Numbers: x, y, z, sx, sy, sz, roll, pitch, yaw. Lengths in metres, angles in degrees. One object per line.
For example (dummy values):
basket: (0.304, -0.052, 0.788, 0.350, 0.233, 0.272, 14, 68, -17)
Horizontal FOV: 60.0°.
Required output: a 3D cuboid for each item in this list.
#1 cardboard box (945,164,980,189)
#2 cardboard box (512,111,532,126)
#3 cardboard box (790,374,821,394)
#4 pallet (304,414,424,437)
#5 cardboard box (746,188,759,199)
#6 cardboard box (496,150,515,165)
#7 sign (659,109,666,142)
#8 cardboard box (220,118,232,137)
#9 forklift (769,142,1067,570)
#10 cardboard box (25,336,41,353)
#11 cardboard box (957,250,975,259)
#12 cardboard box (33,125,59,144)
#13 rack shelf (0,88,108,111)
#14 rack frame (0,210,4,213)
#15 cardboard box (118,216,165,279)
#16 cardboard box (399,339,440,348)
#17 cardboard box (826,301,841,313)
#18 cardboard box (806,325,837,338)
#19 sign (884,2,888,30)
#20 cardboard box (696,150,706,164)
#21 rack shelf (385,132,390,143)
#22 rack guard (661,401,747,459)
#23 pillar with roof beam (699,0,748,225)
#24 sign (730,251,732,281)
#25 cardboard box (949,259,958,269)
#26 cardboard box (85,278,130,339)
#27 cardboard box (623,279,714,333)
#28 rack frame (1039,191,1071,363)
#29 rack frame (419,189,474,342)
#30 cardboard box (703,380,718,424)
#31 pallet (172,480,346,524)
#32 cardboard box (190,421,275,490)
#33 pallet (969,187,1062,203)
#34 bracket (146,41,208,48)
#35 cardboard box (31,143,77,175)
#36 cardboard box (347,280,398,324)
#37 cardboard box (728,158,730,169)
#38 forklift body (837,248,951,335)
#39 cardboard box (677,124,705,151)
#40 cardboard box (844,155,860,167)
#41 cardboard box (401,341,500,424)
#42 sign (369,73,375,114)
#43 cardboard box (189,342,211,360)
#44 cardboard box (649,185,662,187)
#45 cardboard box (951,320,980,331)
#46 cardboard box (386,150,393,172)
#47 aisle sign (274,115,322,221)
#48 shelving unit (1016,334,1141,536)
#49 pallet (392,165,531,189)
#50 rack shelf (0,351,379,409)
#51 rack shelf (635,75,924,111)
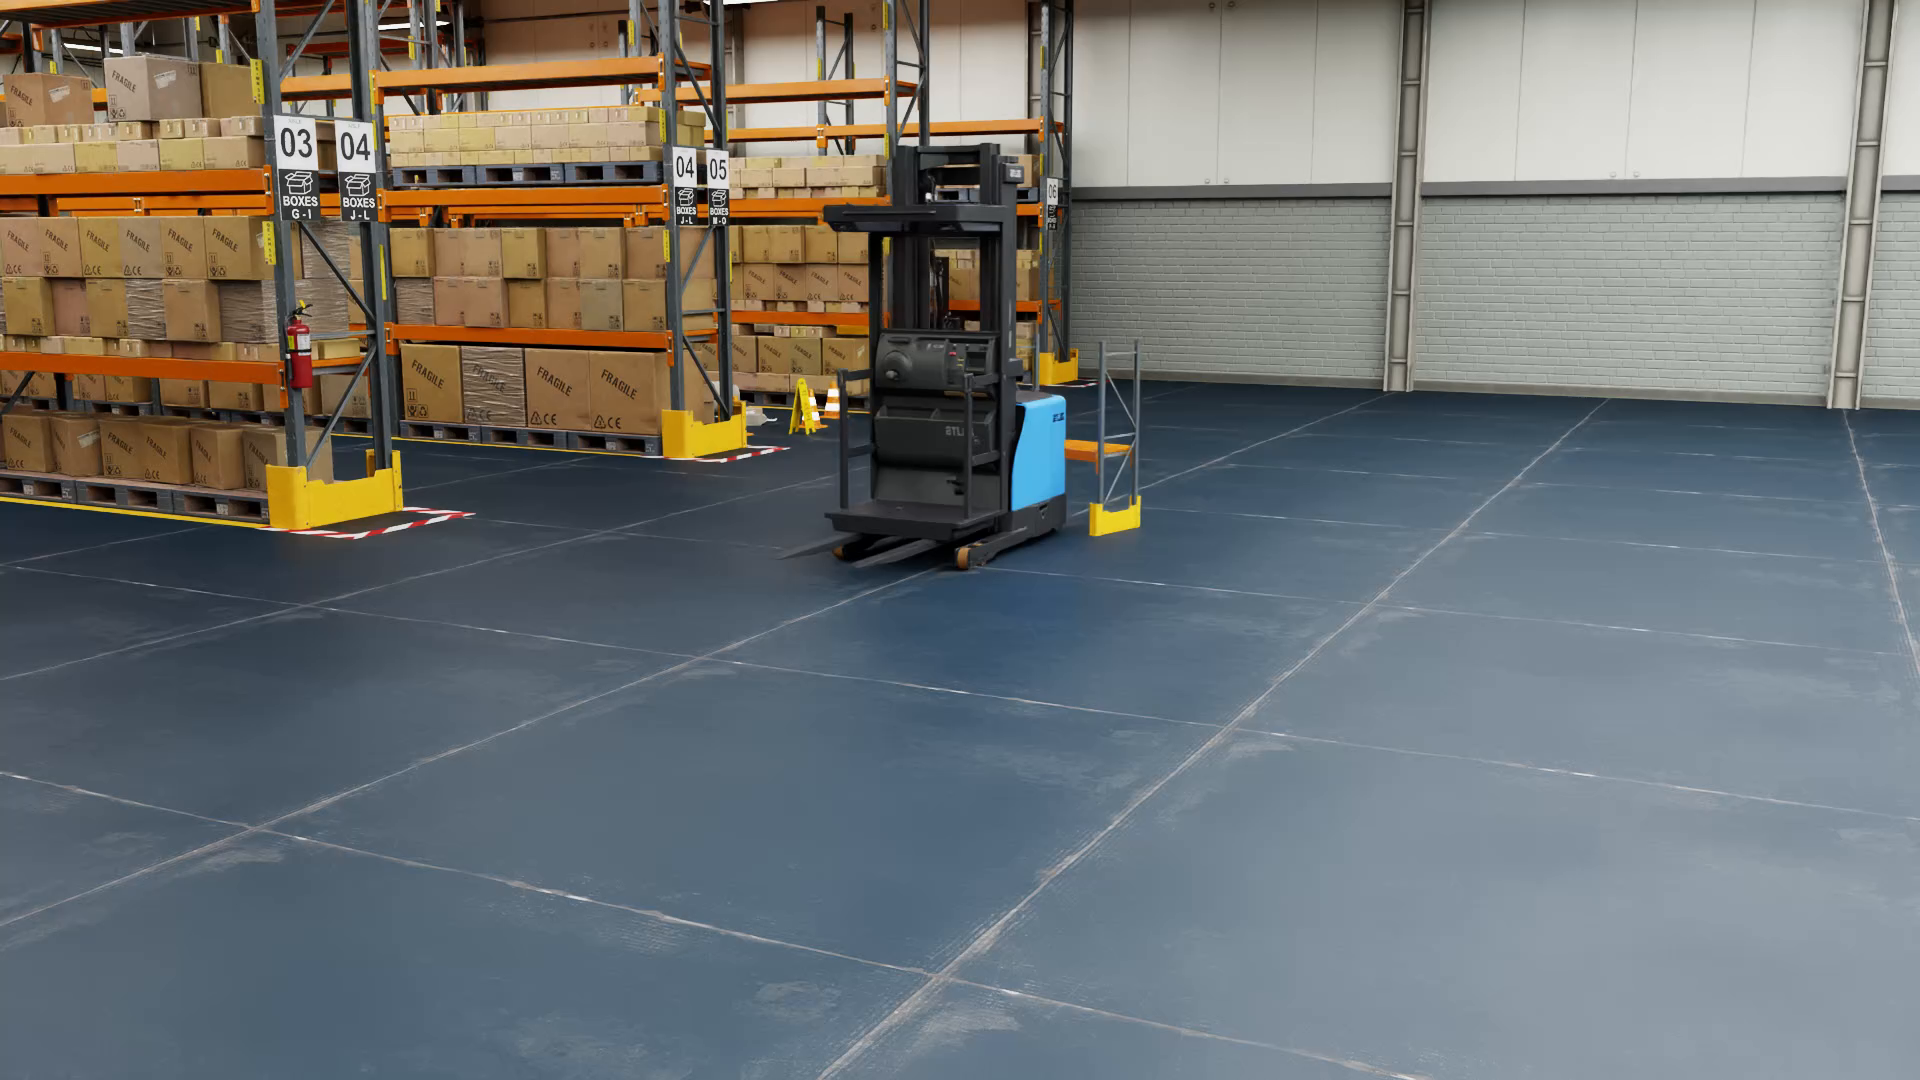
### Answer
cardboard box: (0.137, -5.901, 26.748, 0.500, 0.500, 0.700, 5, 11, 26)
cardboard box: (-4.596, -4.529, 17.914, 0.250, 0.149, 0.380, 5, 11, 26)
cardboard box: (-1.982, -2.151, 22.732, 0.500, 0.250, 0.500, 5, 11, 26)
pallet: (-7.089, -1.427, 20.024, 1.213, 0.211, 1.003, 5, 11, 26)
cardboard box: (-2.708, -4.716, 22.648, 0.250, 0.149, 0.380, 5, 11, 26)
cardboard box: (-4.823, -4.156, 18.095, 0.250, 0.149, 0.380, 5, 11, 27)
sign: (-3.029, -4.223, 16.953, 0.005, 0.325, 0.100, 5, 11, 26)
cardboard box: (-5.630, -3.261, 13.205, 0.250, 0.149, 0.380, 5, 11, 24)
forklift: (-0.272, -1.318, 11.781, 1.130, 2.935, 3.031, 5, 11, 26)
cardboard box: (-7.906, -1.723, 14.532, 0.250, 0.149, 0.380, 5, 11, 26)
cardboard box: (0.147, -4.602, 26.795, 0.250, 0.149, 0.380, 5, 12, 27)
cardboard box: (-7.551, -3.408, 14.016, 0.250, 0.149, 0.380, 5, 11, 25)
rack shelf: (-11.744, -5.625, 21.684, 4.000, 0.370, 1.077, 5, 11, 26)
rack frame: (-13.538, -3.381, 22.990, 0.127, 3.000, 1.000, 5, 11, 26)
cardboard box: (-6.562, -2.421, 13.761, 0.500, 0.500, 0.500, 5, 11, 26)
cardboard box: (-8.433, -3.093, 26.186, 0.875, 0.875, 0.875, 5, 11, 25)
cardboard box: (-1.603, -3.132, 22.316, 0.250, 0.149, 0.380, 5, 11, 25)
cardboard box: (-1.869, -2.816, 22.479, 0.250, 0.149, 0.380, 5, 12, 27)
sign: (-0.940, -6.637, 21.065, 0.005, 0.325, 0.100, 5, 11, 26)
cardboard box: (-2.942, -4.122, 17.906, 0.250, 0.149, 0.380, 5, 11, 26)
rack shelf: (-11.039, -7.727, 32.184, 4.000, 0.370, 1.077, 5, 11, 26)
rack guard: (-2.755, -1.204, 17.977, 0.348, 0.500, 1.175, 5, 11, 26)
pillar with roof beam: (-5.995, -6.963, 25.936, 0.548, 9.000, 9.100, 5, 11, 26)
sign: (-2.525, -2.989, 18.168, 0.005, 0.325, 0.100, 5, 11, 26)
cardboard box: (-0.080, -4.475, 26.933, 0.250, 0.149, 0.380, 5, 11, 26)
cardboard box: (-6.916, -2.002, 14.256, 0.500, 0.500, 0.875, 5, 11, 26)
cardboard box: (-3.129, -2.531, 17.873, 0.550, 0.550, 0.875, 5, 11, 26)
rack frame: (1.516, -4.027, 26.559, 0.127, 3.000, 1.000, 5, 11, 26)
rack frame: (-7.851, -3.864, 25.660, 0.127, 3.000, 1.000, 5, 11, 26)
cardboard box: (-3.372, -1.740, 20.930, 0.637, 0.503, 0.797, -2, 11, -14)
pallet: (-5.842, -0.355, 14.098, 1.213, 0.211, 1.003, 5, 11, 26)
cardboard box: (-6.165, -0.722, 14.134, 0.500, 0.500, 0.500, 9, 14, 41)
pallet: (0.894, -5.520, 26.630, 1.213, 0.211, 1.003, 5, 11, 26)
bracket: (-17.886, -10.564, 35.724, 5.218, 0.066, 0.076, 5, 11, 26)
cardboard box: (-7.441, -3.211, 14.046, 0.500, 0.250, 0.500, 5, 11, 24)
cardboard box: (-6.950, -2.798, 19.489, 0.500, 0.500, 0.500, 5, 11, 25)
cardboard box: (-3.178, -5.143, 22.766, 0.250, 0.149, 0.380, 5, 11, 24)
forklift body: (-0.991, -3.468, 25.850, 1.214, 2.155, 2.313, 5, 11, 26)
cardboard box: (-3.095, -4.319, 17.875, 0.500, 0.250, 0.500, 5, 11, 26)
cardboard box: (-1.325, -4.985, 21.894, 0.250, 0.149, 0.380, 5, 12, 27)
cardboard box: (-5.830, -1.851, 19.323, 0.875, 0.875, 0.875, 5, 11, 27)
sign: (-4.821, -3.644, 13.566, 0.005, 0.325, 0.100, 5, 11, 26)
cardboard box: (-6.097, -1.571, 13.692, 0.250, 0.149, 0.380, 5, 11, 26)
cardboard box: (-3.990, -5.019, 23.205, 0.500, 0.250, 0.500, 5, 11, 25)
cardboard box: (0.048, -3.437, 27.031, 0.500, 0.250, 0.500, 5, 11, 27)
cardboard box: (-6.794, -4.504, 19.688, 0.396, 0.266, 0.258, 5, 11, 25)
aisle sign: (-5.139, -2.878, 12.909, 0.004, 0.787, 0.394, 5, 11, 26)
shelving unit: (0.852, -0.870, 13.326, 1.083, 1.500, 0.587, 9, 14, 41)
pallet: (-5.634, -4.117, 18.882, 1.213, 0.211, 1.003, 5, 11, 26)
rack shelf: (-6.855, -1.455, 14.367, 4.000, 0.370, 1.077, 5, 11, 26)
rack shelf: (-2.470, -5.988, 22.578, 4.000, 0.370, 1.077, 5, 11, 26)
